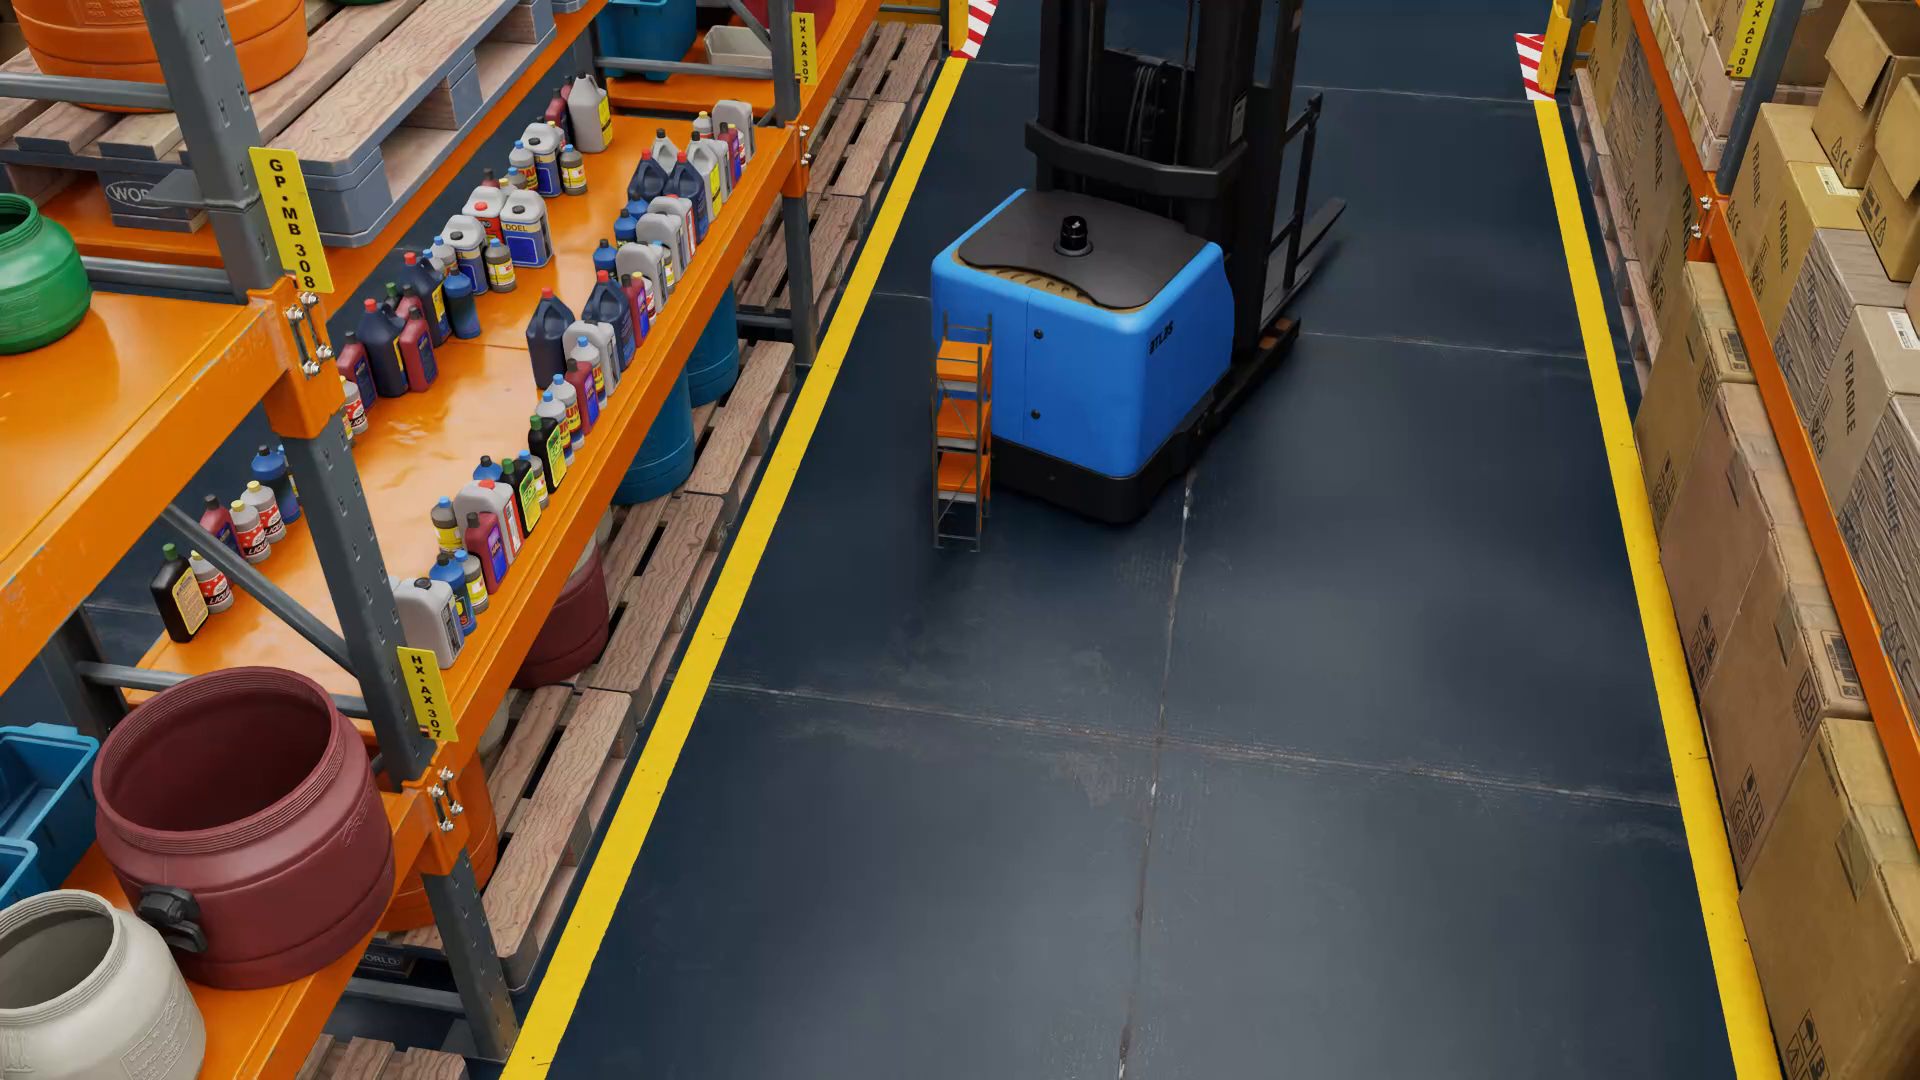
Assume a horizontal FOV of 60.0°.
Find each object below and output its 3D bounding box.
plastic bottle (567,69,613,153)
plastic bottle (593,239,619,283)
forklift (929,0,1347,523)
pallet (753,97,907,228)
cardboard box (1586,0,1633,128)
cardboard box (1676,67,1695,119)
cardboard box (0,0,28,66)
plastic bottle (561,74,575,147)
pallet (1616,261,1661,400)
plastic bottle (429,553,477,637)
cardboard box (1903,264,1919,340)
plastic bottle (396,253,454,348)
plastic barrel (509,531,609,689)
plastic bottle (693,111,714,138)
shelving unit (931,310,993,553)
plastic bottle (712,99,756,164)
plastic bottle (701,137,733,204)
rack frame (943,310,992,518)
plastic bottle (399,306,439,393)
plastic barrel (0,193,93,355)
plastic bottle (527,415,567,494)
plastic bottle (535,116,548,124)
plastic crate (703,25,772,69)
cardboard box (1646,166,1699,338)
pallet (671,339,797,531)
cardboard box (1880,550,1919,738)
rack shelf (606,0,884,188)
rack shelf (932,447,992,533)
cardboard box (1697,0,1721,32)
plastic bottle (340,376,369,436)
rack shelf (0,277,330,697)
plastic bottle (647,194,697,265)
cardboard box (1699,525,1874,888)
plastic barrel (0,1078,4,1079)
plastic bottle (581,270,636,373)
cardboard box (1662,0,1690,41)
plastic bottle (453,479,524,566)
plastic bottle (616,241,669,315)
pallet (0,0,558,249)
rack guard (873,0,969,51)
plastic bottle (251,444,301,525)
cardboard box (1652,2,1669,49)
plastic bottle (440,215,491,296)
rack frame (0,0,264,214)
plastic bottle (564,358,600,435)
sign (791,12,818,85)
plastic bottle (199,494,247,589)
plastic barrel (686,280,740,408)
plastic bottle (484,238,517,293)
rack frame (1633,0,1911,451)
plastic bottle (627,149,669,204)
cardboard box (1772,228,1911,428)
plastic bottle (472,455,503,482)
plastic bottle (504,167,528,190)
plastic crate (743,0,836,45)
[{"bbox_3d":[-1.608,-1.874,7.201,0.144,0.351,0.185,6,40,8],"label":"plastic bottle"},{"bbox_3d":[-1.311,-0.997,6.203,0.097,0.271,0.097,0,40,0],"label":"plastic bottle"},{"bbox_3d":[1.058,-2.120,7.514,1.130,2.935,3.031,21,44,24],"label":"forklift"},{"bbox_3d":[-0.923,-2.262,9.820,1.003,0.211,1.213,6,40,8],"label":"pallet"},{"bbox_3d":[4.318,-3.000,9.862,0.875,0.875,0.875,6,40,8],"label":"cardboard box"},{"bbox_3d":[3.476,-2.010,7.525,0.380,0.149,0.250,6,40,7],"label":"cardboard box"},{"bbox_3d":[-5.779,-3.039,10.185,0.797,0.503,0.637,6,40,8],"label":"cardboard box"},{"bbox_3d":[-1.705,-1.875,7.256,0.061,0.283,0.133,6,40,8],"label":"plastic bottle"},{"bbox_3d":[3.866,-0.951,8.235,1.003,0.211,1.213,6,40,8],"label":"pallet"},{"bbox_3d":[-1.473,0.151,4.814,0.097,0.271,0.097,0,40,0],"label":"plastic bottle"},{"bbox_3d":[3.333,-0.759,4.949,0.797,0.503,0.637,8,40,9],"label":"cardboard box"},{"bbox_3d":[-1.942,-0.887,6.008,0.144,0.351,0.185,6,40,8],"label":"plastic bottle"},{"bbox_3d":[-1.650,0.157,6.269,0.600,0.588,0.708,6,40,8],"label":"plastic barrel"},{"bbox_3d":[-1.097,-1.746,7.163,0.097,0.201,0.097,0,40,0],"label":"plastic bottle"},{"bbox_3d":[0.009,-0.438,6.956,0.215,1.050,0.252,6,40,8],"label":"shelving unit"},{"bbox_3d":[-0.971,-1.772,7.137,0.152,0.276,0.135,6,40,8],"label":"plastic bottle"},{"bbox_3d":[-1.034,-1.543,6.860,0.152,0.276,0.135,6,40,8],"label":"plastic bottle"},{"bbox_3d":[0.030,-0.515,7.049,0.200,1.050,0.008,6,40,8],"label":"rack frame"},{"bbox_3d":[-1.892,-0.666,5.793,0.061,0.283,0.133,6,40,8],"label":"plastic bottle"},{"bbox_3d":[-1.905,-0.528,3.303,0.294,0.245,0.294,0,40,0],"label":"plastic barrel"},{"bbox_3d":[-1.332,-0.298,5.348,0.061,0.283,0.133,6,40,8],"label":"plastic bottle"},{"bbox_3d":[-1.746,-1.651,6.994,0.097,0.271,0.097,0,40,0],"label":"plastic bottle"},{"bbox_3d":[-1.000,-2.301,7.839,0.396,0.136,0.243,6,40,8],"label":"plastic crate"},{"bbox_3d":[3.850,-1.305,7.813,0.875,0.875,0.875,6,40,8],"label":"cardboard box"},{"bbox_3d":[-1.395,-0.549,7.748,1.003,0.211,1.213,6,40,8],"label":"pallet"},{"bbox_3d":[2.899,0.265,4.496,0.500,0.500,0.500,6,40,7],"label":"cardboard box"},{"bbox_3d":[-0.875,-3.081,9.187,1.077,0.370,4.000,6,40,8],"label":"rack shelf"},{"bbox_3d":[0.009,-0.216,7.140,0.215,0.259,0.240,6,40,8],"label":"rack shelf"},{"bbox_3d":[3.564,-2.535,7.258,0.500,0.500,0.500,7,40,8],"label":"cardboard box"},{"bbox_3d":[-2.067,-0.460,5.608,0.097,0.201,0.097,0,40,0],"label":"plastic bottle"},{"bbox_3d":[-2.259,0.784,2.159,1.077,0.370,4.000,6,40,8],"label":"rack shelf"},{"bbox_3d":[-1.121,-1.227,6.477,0.152,0.276,0.135,6,40,8],"label":"plastic bottle"},{"bbox_3d":[3.267,0.621,5.483,1.225,0.875,0.875,7,40,8],"label":"cardboard box"},{"bbox_3d":[-1.954,1.298,3.239,0.421,0.512,0.421,0,40,0],"label":"plastic barrel"},{"bbox_3d":[-1.248,-0.780,5.878,0.144,0.351,0.185,6,40,8],"label":"plastic bottle"},{"bbox_3d":[3.651,-2.565,7.883,0.500,0.250,0.500,7,40,9],"label":"cardboard box"},{"bbox_3d":[-1.440,-0.071,5.080,0.152,0.276,0.135,6,40,8],"label":"plastic bottle"},{"bbox_3d":[-1.185,-0.997,6.199,0.152,0.276,0.135,6,40,8],"label":"plastic bottle"},{"bbox_3d":[-1.684,-1.145,4.075,1.003,0.211,1.213,6,40,8],"label":"pallet"},{"bbox_3d":[-0.537,-3.667,11.293,1.175,0.500,0.348,6,40,8],"label":"rack guard"},{"bbox_3d":[-2.152,-0.182,5.217,0.097,0.271,0.097,0,40,0],"label":"plastic bottle"},{"bbox_3d":[3.609,-2.494,8.110,0.380,0.149,0.250,6,40,7],"label":"cardboard box"},{"bbox_3d":[-1.877,-1.080,6.300,0.152,0.276,0.135,6,40,8],"label":"plastic bottle"},{"bbox_3d":[-1.913,-1.905,2.492,1.000,3.000,0.127,6,40,8],"label":"rack frame"},{"bbox_3d":[-1.275,-0.504,5.597,0.061,0.283,0.133,6,40,8],"label":"plastic bottle"},{"bbox_3d":[-0.679,-2.148,7.277,0.100,0.325,0.005,6,40,8],"label":"sign"},{"bbox_3d":[-2.223,0.006,4.980,0.061,0.283,0.133,6,40,8],"label":"plastic bottle"},{"bbox_3d":[-1.332,-1.117,7.564,0.600,0.901,0.708,6,40,8],"label":"plastic barrel"},{"bbox_3d":[-1.751,-1.049,6.321,0.097,0.201,0.097,0,40,0],"label":"plastic bottle"},{"bbox_3d":[3.657,-1.557,6.779,1.000,3.000,0.127,6,40,8],"label":"rack frame"},{"bbox_3d":[-1.232,-1.371,6.593,0.144,0.351,0.185,6,40,8],"label":"plastic bottle"},{"bbox_3d":[3.158,-0.705,5.670,0.500,0.500,0.500,6,40,7],"label":"cardboard box"},{"bbox_3d":[-1.453,-0.146,5.174,0.097,0.271,0.097,0,40,0],"label":"plastic bottle"},{"bbox_3d":[-1.803,-1.418,6.767,0.097,0.201,0.097,0,40,0],"label":"plastic bottle"},{"bbox_3d":[-0.819,-2.684,8.045,0.402,0.464,0.583,6,40,8],"label":"plastic crate"}]
